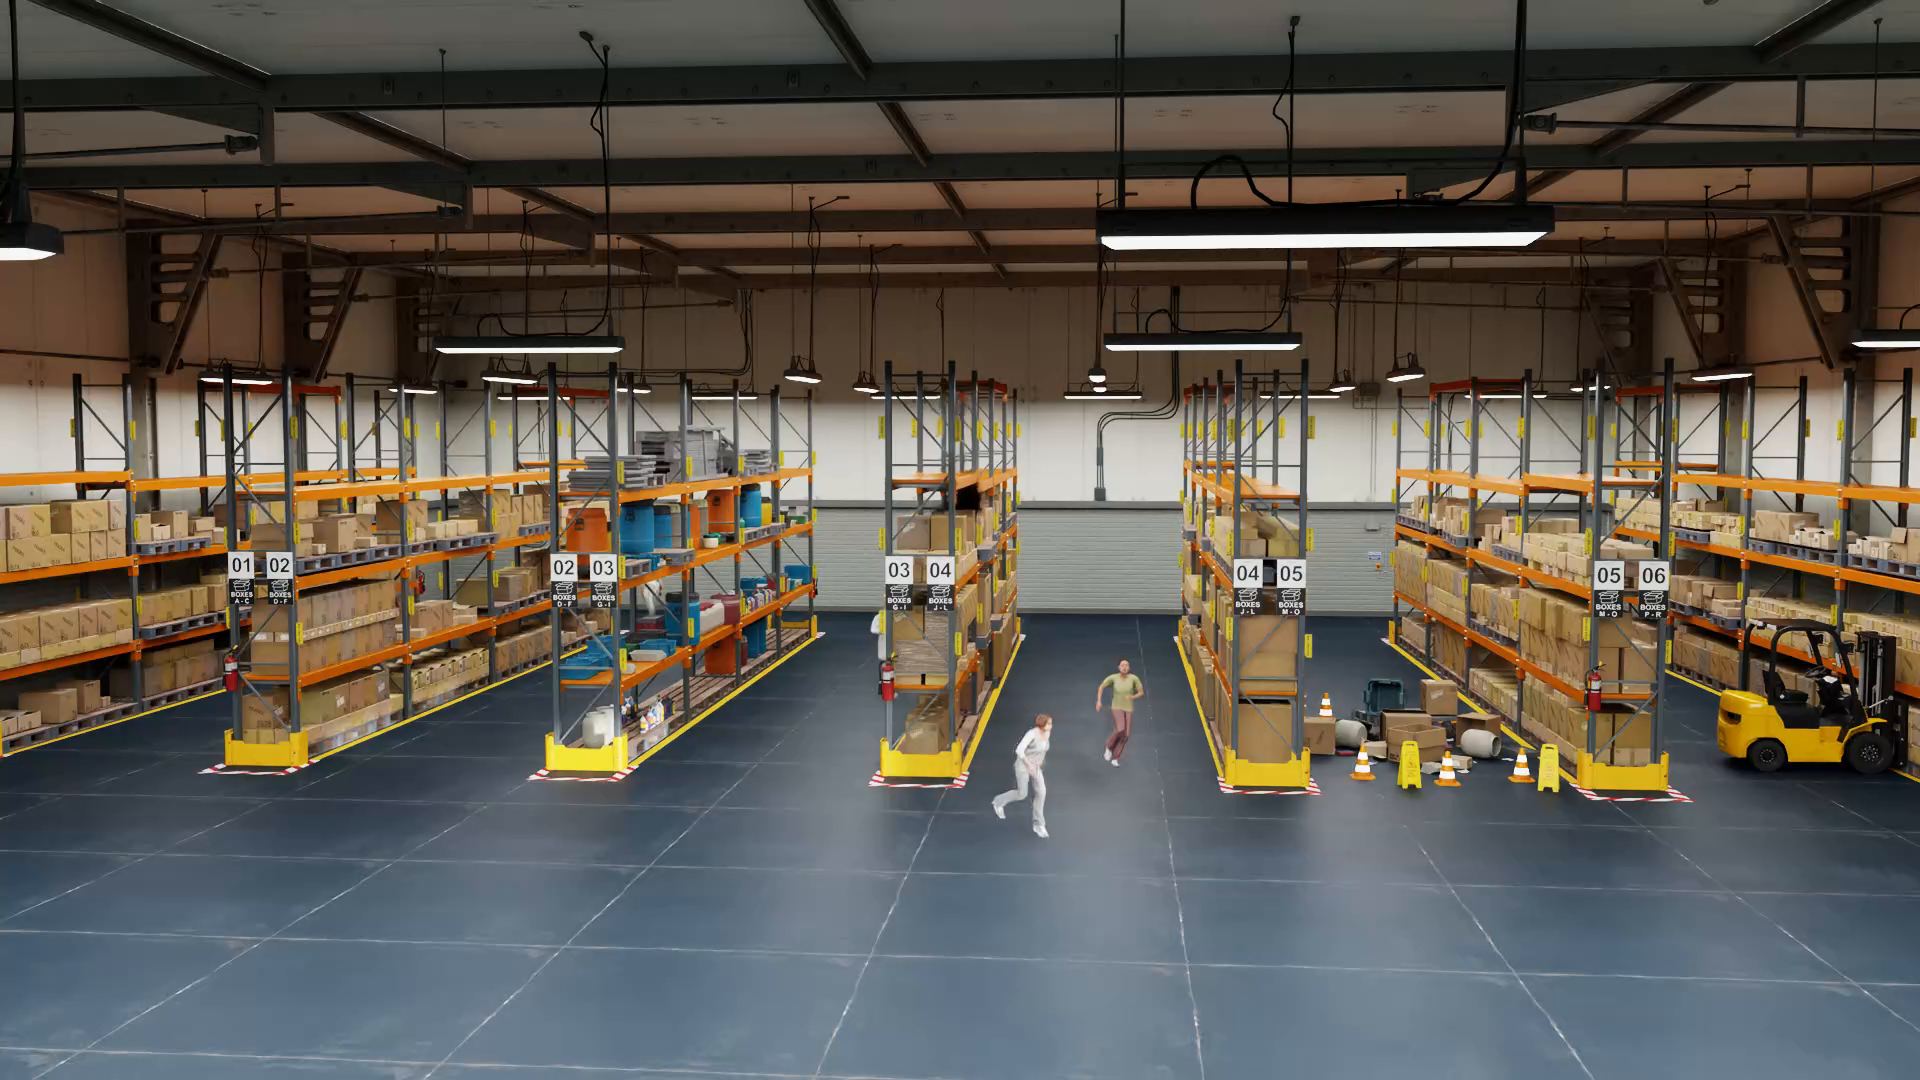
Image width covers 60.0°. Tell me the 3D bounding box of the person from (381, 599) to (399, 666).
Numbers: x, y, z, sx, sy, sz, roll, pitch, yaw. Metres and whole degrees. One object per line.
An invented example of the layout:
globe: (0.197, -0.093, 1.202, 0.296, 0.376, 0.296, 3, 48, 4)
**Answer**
person: (-12.302, 1.812, 35.364, 0.699, 1.747, 0.678, 0, 4, -7)

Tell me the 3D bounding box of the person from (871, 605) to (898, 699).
person: (-1.338, 2.031, 31.437, 0.696, 1.828, 0.917, 0, 4, -3)

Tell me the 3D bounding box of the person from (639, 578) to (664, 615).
person: (-7.694, 1.444, 41.542, 0.626, 1.657, 0.962, -2, 4, -31)

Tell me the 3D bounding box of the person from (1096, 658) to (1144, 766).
person: (2.414, 2.566, 24.841, 0.666, 1.627, 0.579, -1, 4, -14)

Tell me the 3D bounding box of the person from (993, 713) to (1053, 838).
person: (0.784, 2.892, 20.766, 0.900, 1.549, 0.560, 3, 5, 35)
